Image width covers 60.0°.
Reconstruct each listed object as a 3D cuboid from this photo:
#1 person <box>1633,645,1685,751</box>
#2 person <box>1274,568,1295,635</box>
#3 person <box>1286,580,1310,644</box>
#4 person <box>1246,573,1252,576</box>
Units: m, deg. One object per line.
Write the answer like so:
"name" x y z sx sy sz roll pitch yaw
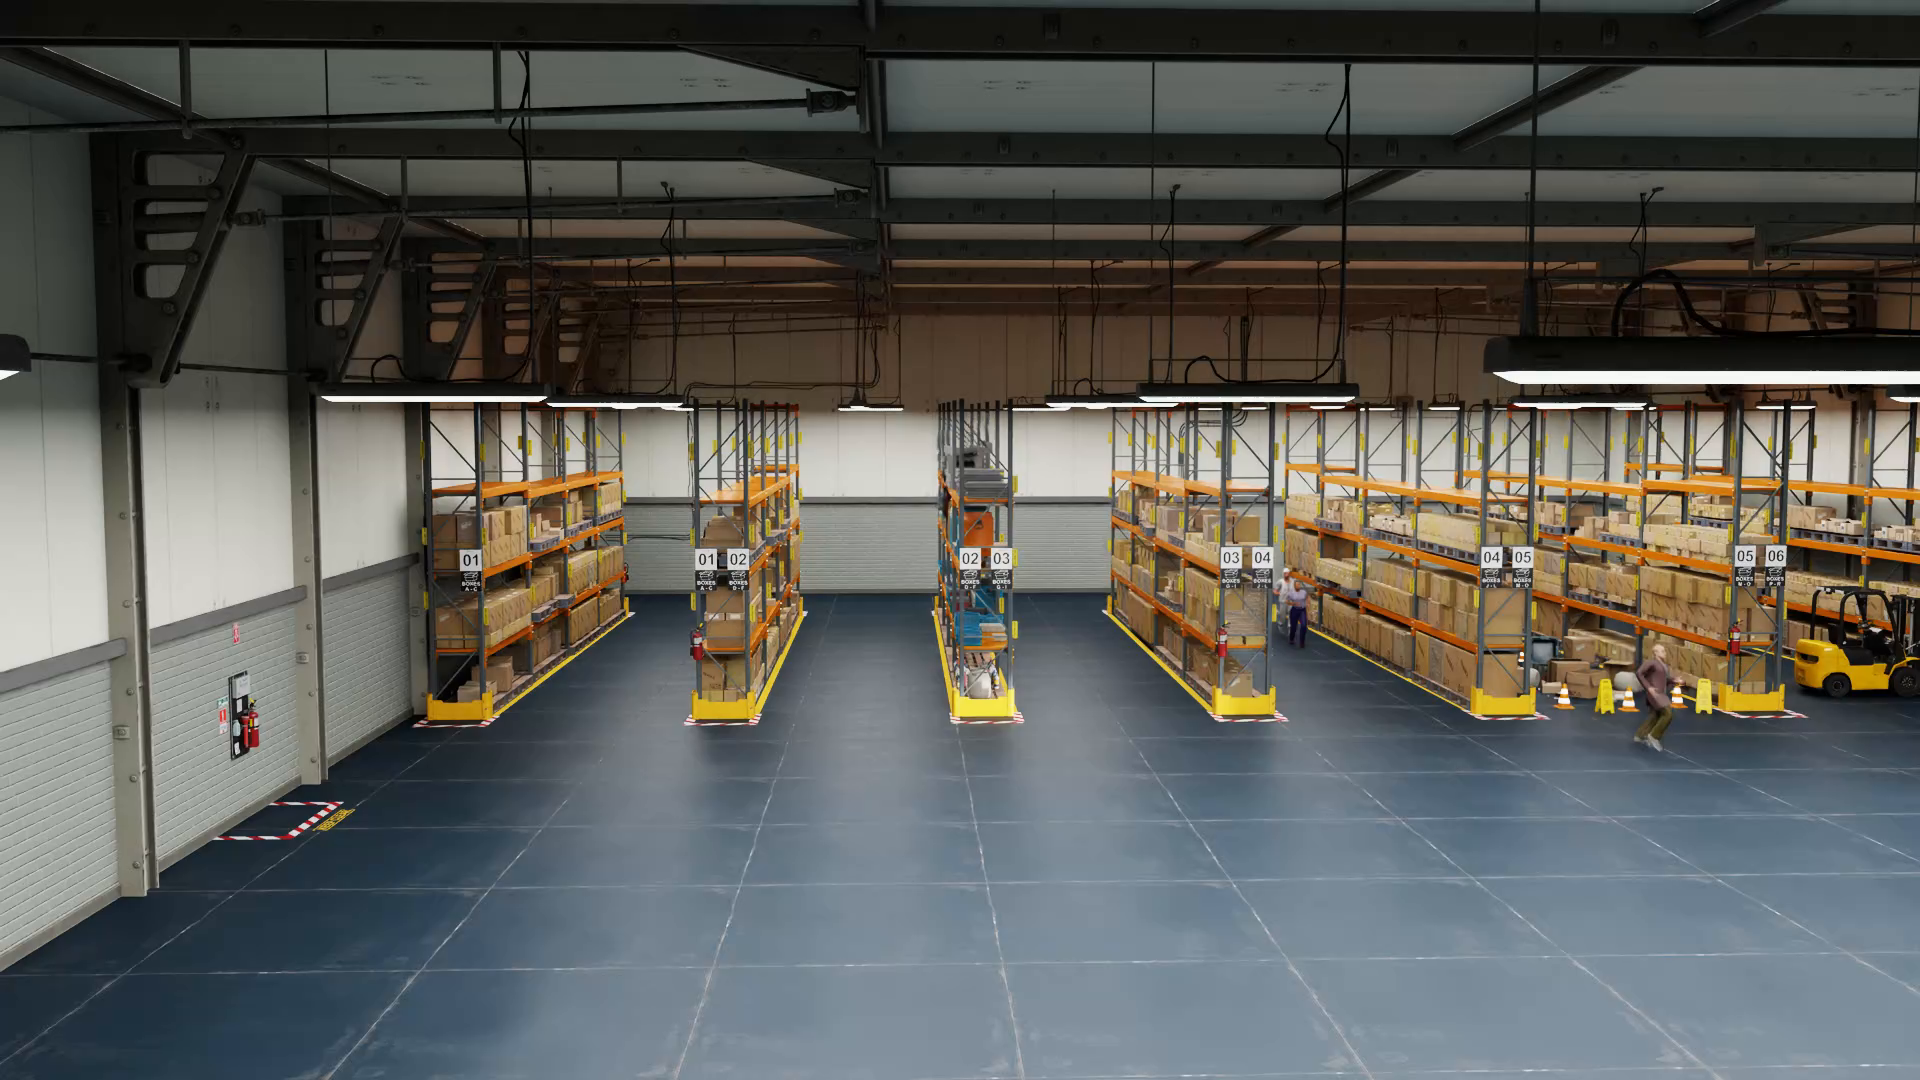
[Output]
"person" 11.929 2.693 28.406 0.797 1.814 0.679 4 6 40
"person" 8.282 1.562 42.241 0.653 1.710 0.837 0 4 -3
"person" 8.294 1.742 40.790 0.607 1.514 0.729 0 4 3
"person" 8.022 1.369 46.902 0.615 1.637 0.816 1 4 15
